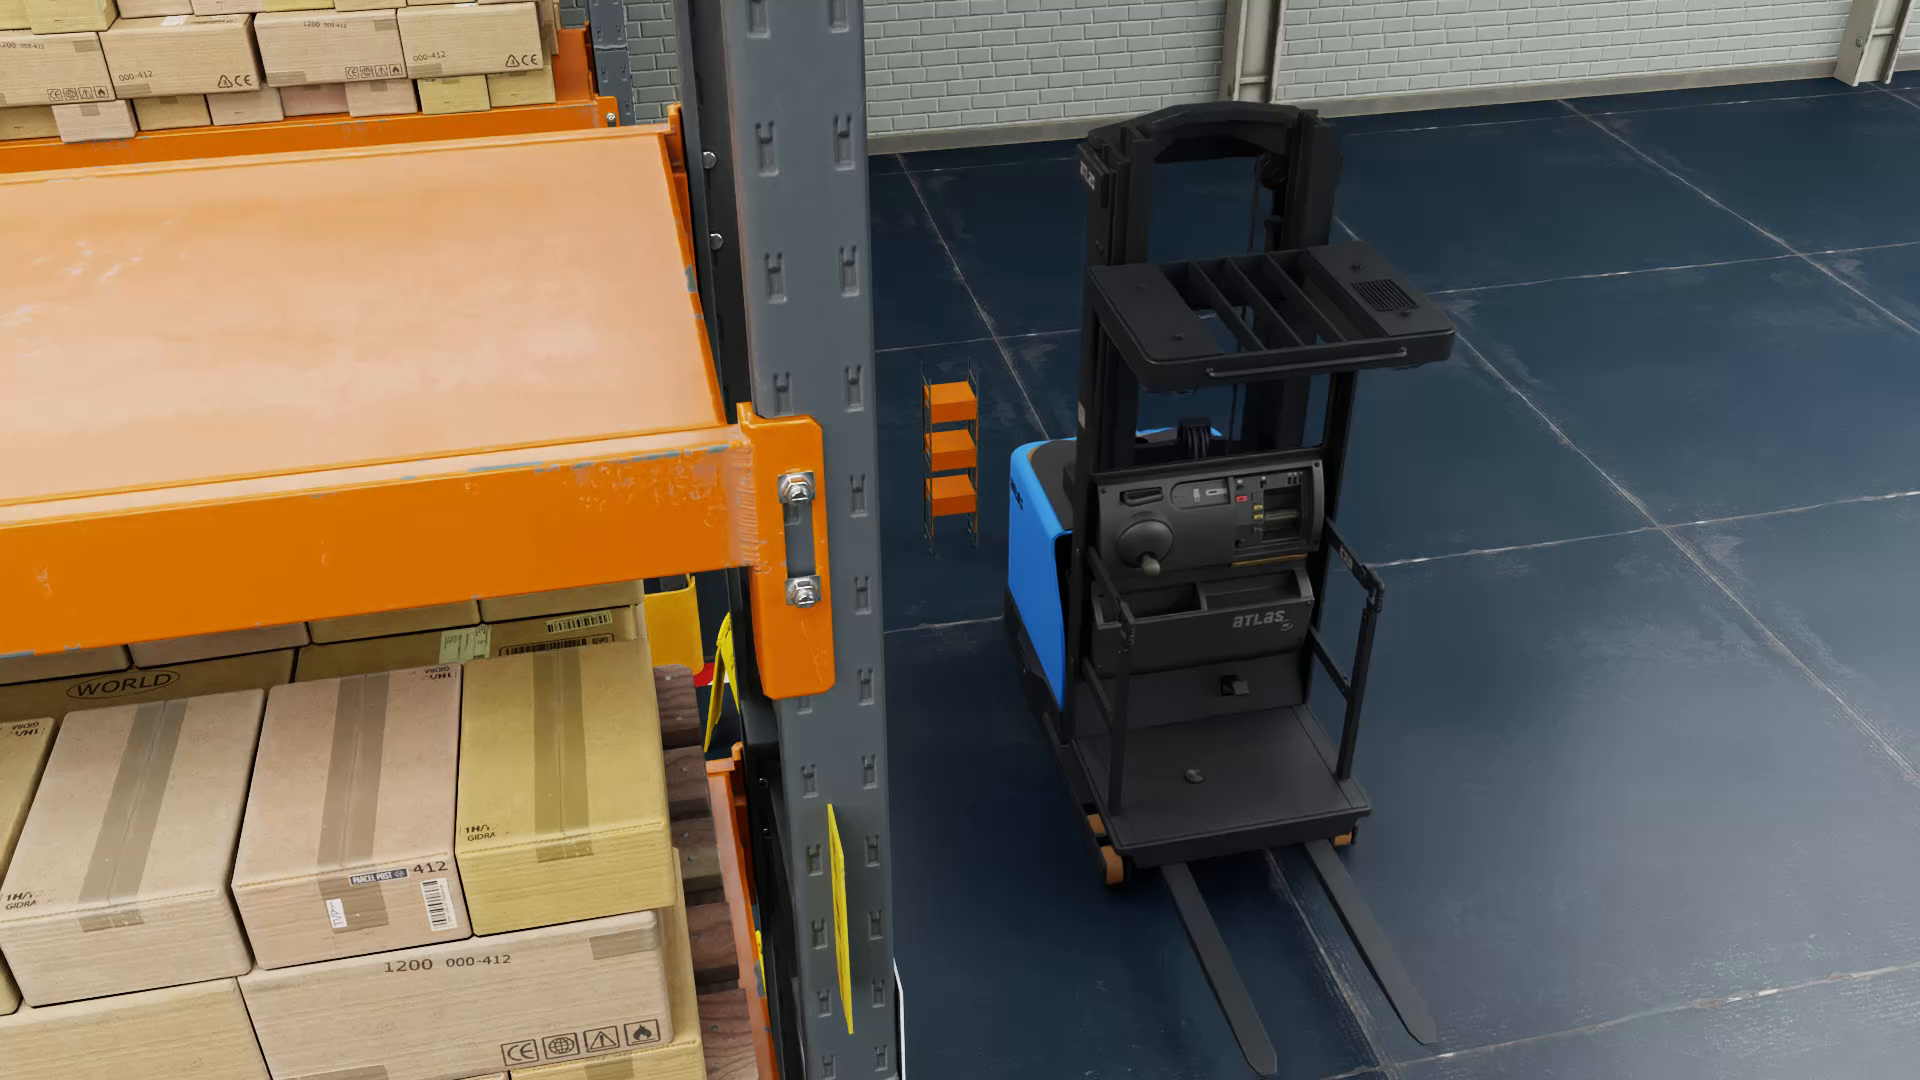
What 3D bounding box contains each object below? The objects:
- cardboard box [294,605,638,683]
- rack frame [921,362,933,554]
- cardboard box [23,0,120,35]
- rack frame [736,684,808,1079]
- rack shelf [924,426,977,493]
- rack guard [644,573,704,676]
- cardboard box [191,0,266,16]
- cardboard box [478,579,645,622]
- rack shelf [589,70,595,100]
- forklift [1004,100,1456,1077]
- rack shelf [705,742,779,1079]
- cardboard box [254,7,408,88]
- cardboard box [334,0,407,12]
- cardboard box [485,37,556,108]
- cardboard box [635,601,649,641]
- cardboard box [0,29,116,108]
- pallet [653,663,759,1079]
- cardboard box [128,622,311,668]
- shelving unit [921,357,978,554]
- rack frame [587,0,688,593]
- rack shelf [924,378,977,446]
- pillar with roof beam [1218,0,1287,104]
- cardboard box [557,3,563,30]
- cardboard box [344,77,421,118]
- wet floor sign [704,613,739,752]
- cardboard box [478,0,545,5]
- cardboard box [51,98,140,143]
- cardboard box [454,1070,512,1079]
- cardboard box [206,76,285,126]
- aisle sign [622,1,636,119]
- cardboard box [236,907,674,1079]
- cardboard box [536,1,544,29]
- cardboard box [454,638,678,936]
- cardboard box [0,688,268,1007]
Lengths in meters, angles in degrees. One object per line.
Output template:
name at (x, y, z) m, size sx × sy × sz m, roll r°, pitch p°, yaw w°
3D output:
cardboard box at (-0.787, 0.170, 2.737) m, size 0.500 × 0.250 × 0.500 m, roll -7°, pitch 35°, yaw -11°
rack frame at (-0.171, -0.414, 8.648) m, size 0.008 × 1.050 × 0.200 m, roll -7°, pitch 35°, yaw -11°
cardboard box at (-3.204, -1.969, 6.033) m, size 0.250 × 0.149 × 0.380 m, roll -6°, pitch 34°, yaw -9°
rack frame at (-0.260, 1.773, 3.639) m, size 0.127 × 3.000 × 1.000 m, roll -7°, pitch 35°, yaw -11°
rack shelf at (-0.052, -0.421, 8.677) m, size 0.240 × 0.259 × 0.215 m, roll -7°, pitch 35°, yaw -11°
rack guard at (-1.525, 0.142, 8.313) m, size 0.348 × 0.500 × 1.175 m, roll -7°, pitch 35°, yaw -11°
cardboard box at (-2.719, -2.094, 6.219) m, size 0.250 × 0.149 × 0.380 m, roll -7°, pitch 35°, yaw -11°
cardboard box at (-0.656, -0.047, 2.703) m, size 0.250 × 0.149 × 0.380 m, roll -7°, pitch 34°, yaw -10°
rack shelf at (-4.500, -3.058, 11.483) m, size 4.000 × 0.370 × 1.077 m, roll -7°, pitch 35°, yaw -11°
forklift at (1.041, -0.029, 6.386) m, size 1.130 × 2.935 × 3.031 m, roll -7°, pitch 35°, yaw -11°
rack shelf at (-2.211, 1.072, 2.638) m, size 4.000 × 0.370 × 1.077 m, roll -7°, pitch 35°, yaw -11°
cardboard box at (-2.384, -1.949, 6.361) m, size 0.500 × 0.250 × 0.500 m, roll -8°, pitch 35°, yaw -11°
cardboard box at (-2.220, -2.123, 6.263) m, size 0.250 × 0.149 × 0.380 m, roll -8°, pitch 35°, yaw -11°
cardboard box at (-1.737, -1.850, 6.572) m, size 0.250 × 0.149 × 0.380 m, roll -7°, pitch 34°, yaw -10°
cardboard box at (-0.665, 0.284, 2.926) m, size 0.250 × 0.149 × 0.380 m, roll -7°, pitch 34°, yaw -10°
cardboard box at (-3.378, -1.812, 6.157) m, size 0.500 × 0.250 × 0.500 m, roll -7°, pitch 34°, yaw -10°
pallet at (-0.981, 0.661, 2.684) m, size 1.213 × 0.211 × 1.003 m, roll -7°, pitch 35°, yaw -11°
cardboard box at (-1.150, 0.014, 2.611) m, size 0.250 × 0.149 × 0.380 m, roll -8°, pitch 35°, yaw -11°
shelving unit at (-0.052, -0.429, 8.671) m, size 0.252 × 1.050 × 0.215 m, roll -7°, pitch 35°, yaw -11°
rack frame at (-1.451, -0.905, 7.630) m, size 0.127 × 3.000 × 1.000 m, roll -7°, pitch 35°, yaw -11°
rack shelf at (-0.052, -0.656, 8.518) m, size 0.240 × 0.259 × 0.215 m, roll -7°, pitch 35°, yaw -11°
pillar with roof beam at (3.375, -4.896, 8.193) m, size 0.400 × 9.000 × 9.100 m, roll -7°, pitch 35°, yaw -11°
cardboard box at (-3.094, -3.734, 11.756) m, size 0.500 × 0.500 × 0.500 m, roll -6°, pitch 34°, yaw -9°
cardboard box at (-2.239, -1.788, 6.479) m, size 0.250 × 0.149 × 0.380 m, roll -6°, pitch 34°, yaw -9°
wet floor sign at (-1.029, 0.631, 7.454) m, size 0.232 × 0.644 × 0.267 m, roll 4°, pitch 34°, yaw 6°
cardboard box at (-1.715, -2.175, 6.341) m, size 0.250 × 0.149 × 0.380 m, roll -7°, pitch 34°, yaw -10°
cardboard box at (-3.225, -1.637, 6.255) m, size 0.250 × 0.149 × 0.380 m, roll -8°, pitch 35°, yaw -11°
cardboard box at (-0.756, 0.671, 2.348) m, size 0.250 × 0.149 × 0.380 m, roll -7°, pitch 34°, yaw -10°
cardboard box at (-2.733, -1.737, 6.402) m, size 0.250 × 0.149 × 0.380 m, roll -7°, pitch 35°, yaw -11°
aisle sign at (-1.326, -1.835, 6.682) m, size 0.004 × 0.787 × 0.394 m, roll -7°, pitch 35°, yaw -11°
cardboard box at (-0.676, 0.462, 2.302) m, size 0.500 × 0.250 × 0.500 m, roll -7°, pitch 34°, yaw -10°
cardboard box at (-2.000, -2.295, 6.877) m, size 0.500 × 0.250 × 0.500 m, roll -8°, pitch 35°, yaw -11°
cardboard box at (-0.514, 0.310, 2.170) m, size 0.250 × 0.149 × 0.380 m, roll -7°, pitch 34°, yaw -10°
cardboard box at (-1.008, 0.372, 2.078) m, size 0.250 × 0.149 × 0.380 m, roll -7°, pitch 34°, yaw -10°
